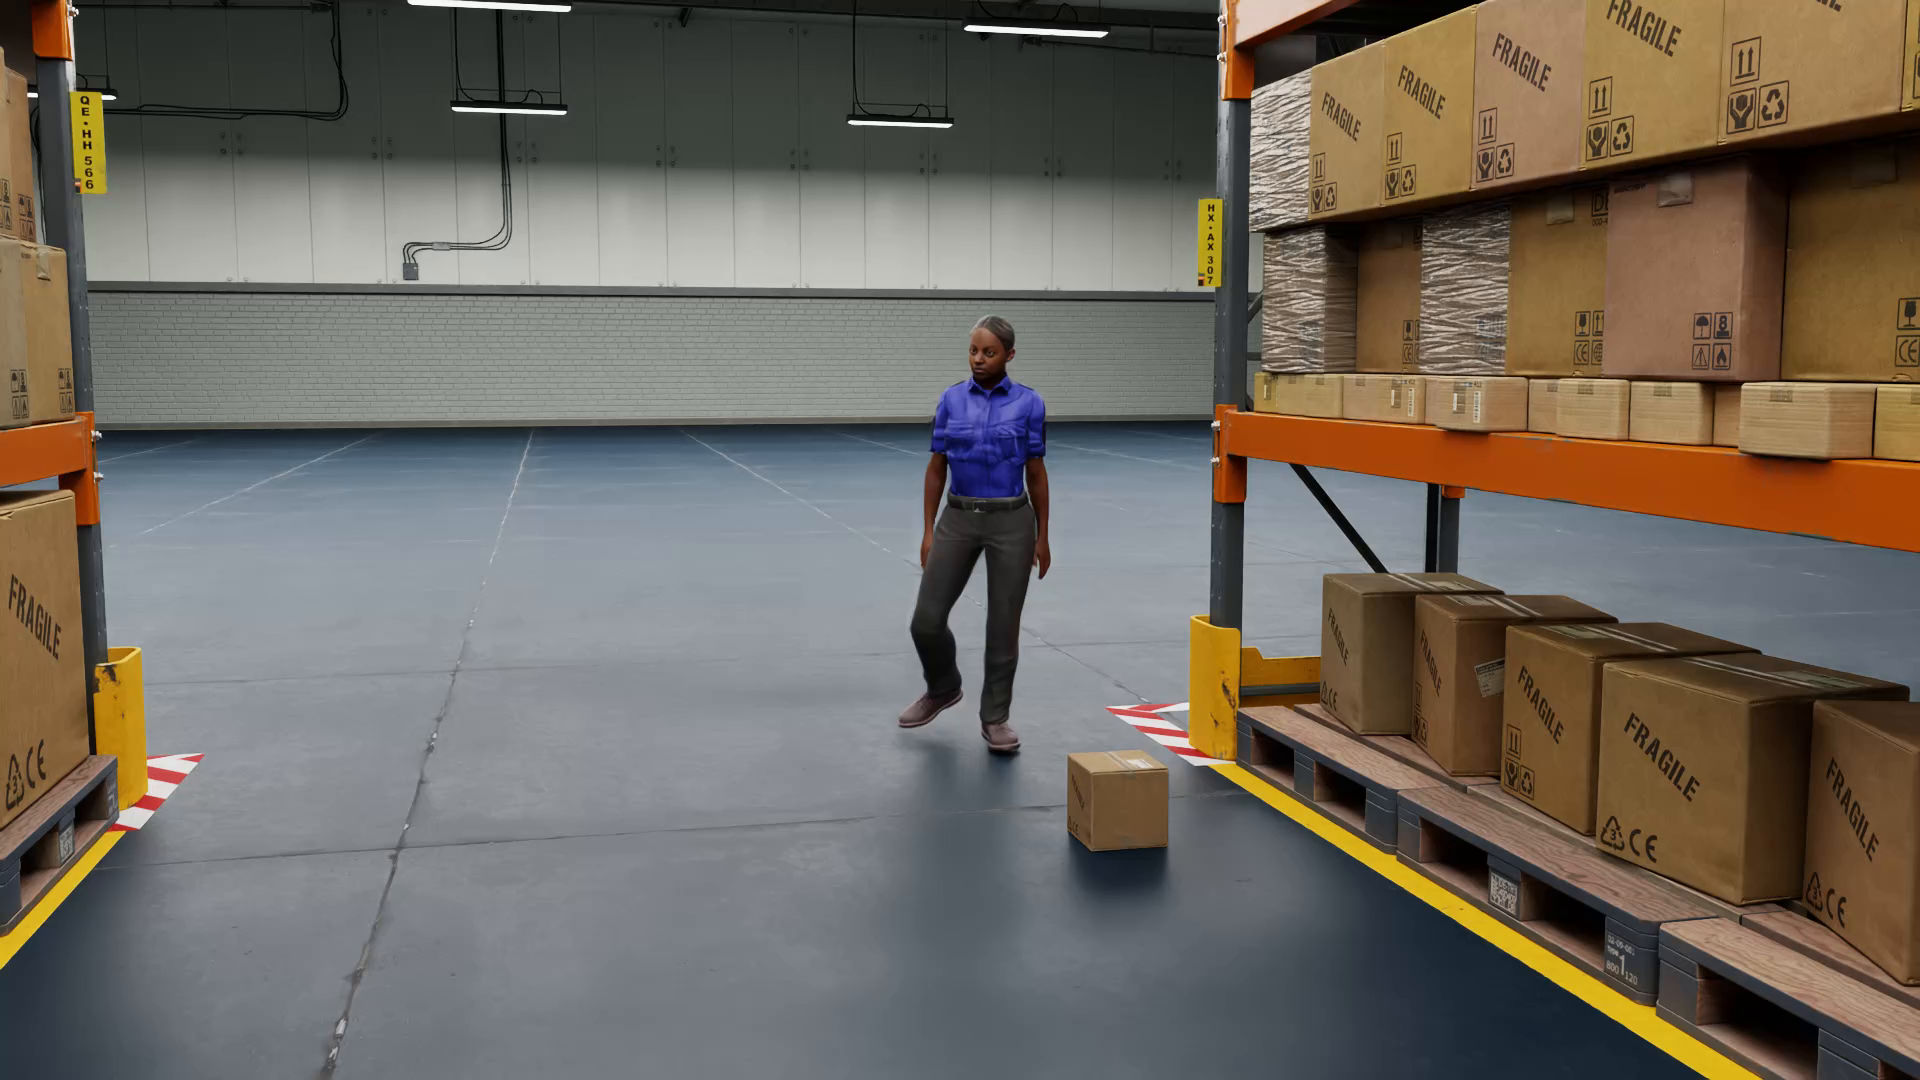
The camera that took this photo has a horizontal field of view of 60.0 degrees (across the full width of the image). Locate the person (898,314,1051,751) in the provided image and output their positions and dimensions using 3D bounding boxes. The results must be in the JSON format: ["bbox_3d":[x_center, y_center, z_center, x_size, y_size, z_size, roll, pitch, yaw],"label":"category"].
[{"bbox_3d":[0.044,-0.029,6.359,0.610,1.651,0.469,1,6,8],"label":"person"}]
